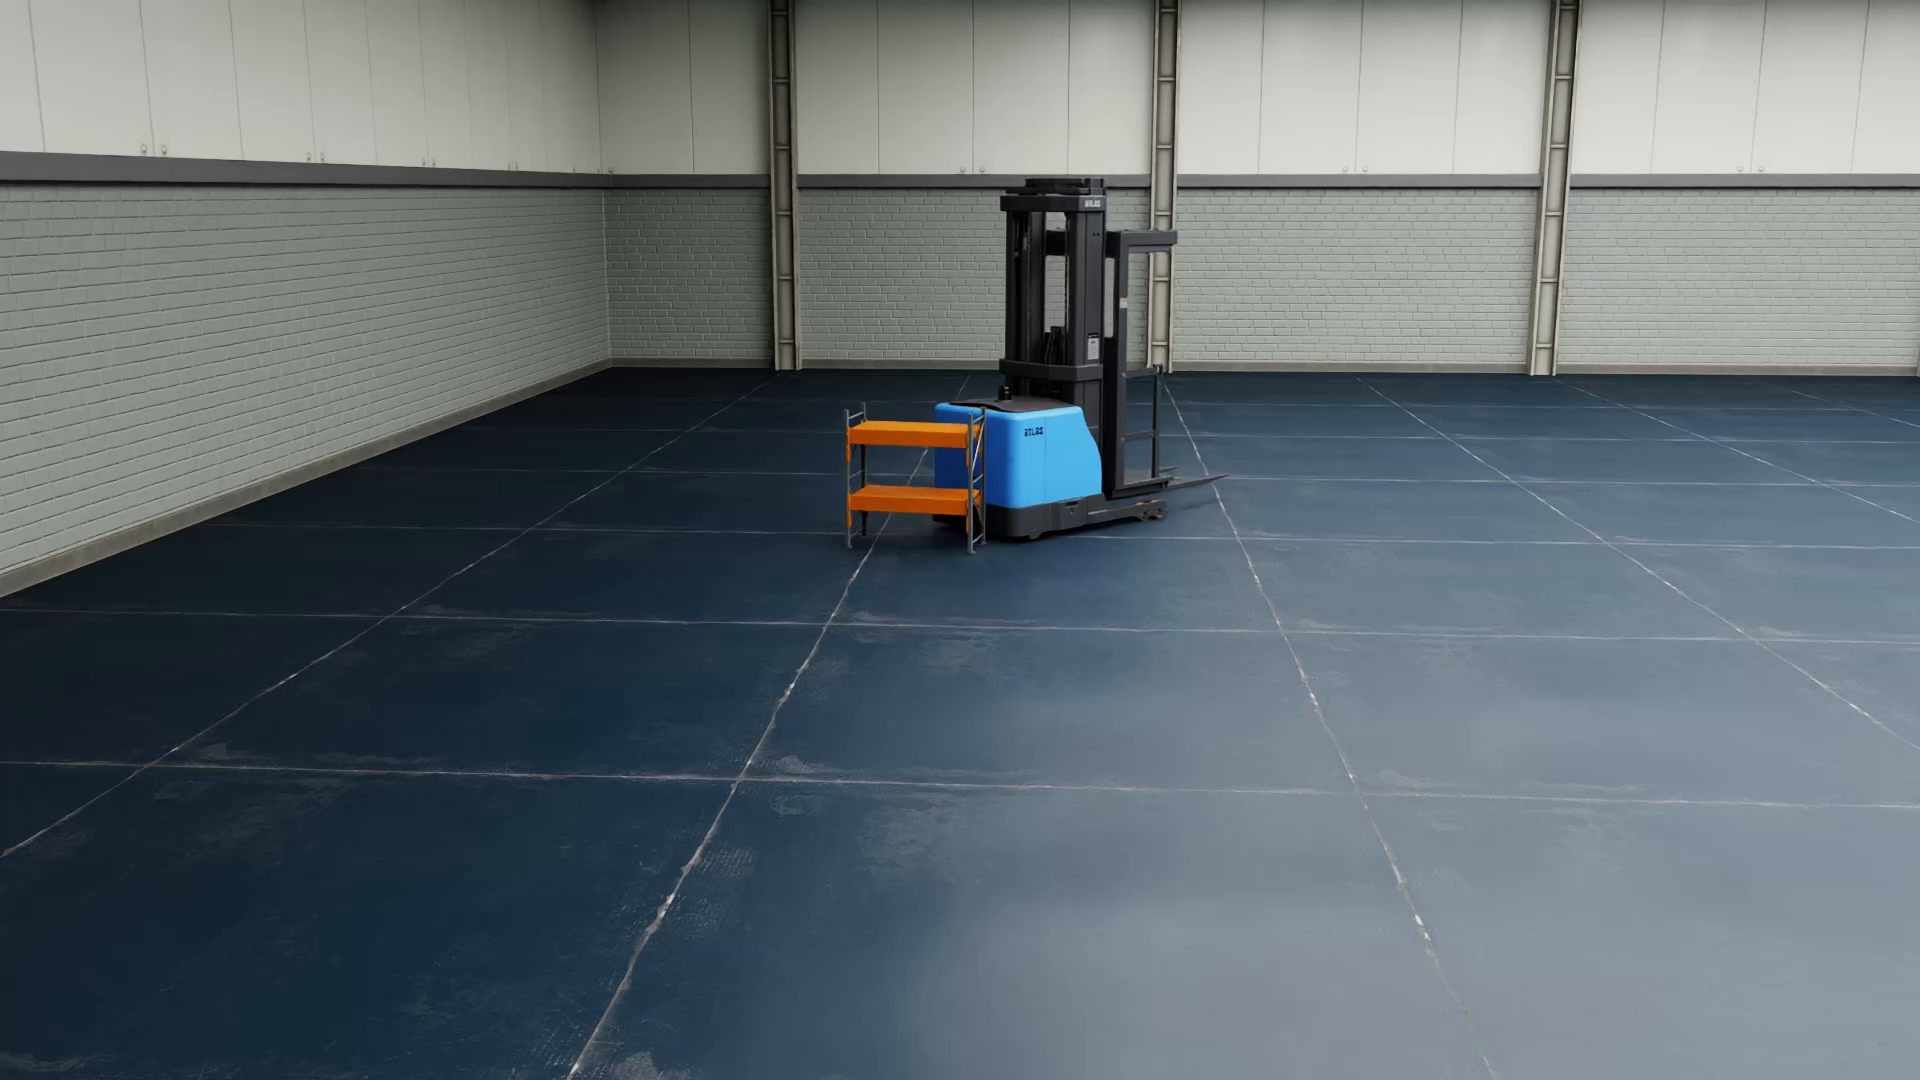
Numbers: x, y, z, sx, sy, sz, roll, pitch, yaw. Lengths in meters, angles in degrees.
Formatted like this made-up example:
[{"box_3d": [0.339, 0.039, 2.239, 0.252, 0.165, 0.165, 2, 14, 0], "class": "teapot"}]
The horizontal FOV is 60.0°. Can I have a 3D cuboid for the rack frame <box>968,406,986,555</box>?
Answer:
[{"box_3d": [0.135, -0.481, 13.321, 0.032, 1.125, 0.500, 3, 12, 14], "class": "rack frame"}]

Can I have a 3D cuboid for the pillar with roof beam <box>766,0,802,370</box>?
[{"box_3d": [-3.081, -6.311, 21.959, 0.400, 9.000, 9.100, 1, 12, 4], "class": "pillar with roof beam"}]

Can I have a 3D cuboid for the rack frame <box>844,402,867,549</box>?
[{"box_3d": [-0.852, -0.531, 13.559, 0.032, 1.125, 0.500, 3, 12, 14], "class": "rack frame"}]

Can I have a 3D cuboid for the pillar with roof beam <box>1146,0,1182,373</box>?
[{"box_3d": [2.906, -6.229, 21.567, 0.400, 9.000, 9.100, 1, 12, 4], "class": "pillar with roof beam"}]

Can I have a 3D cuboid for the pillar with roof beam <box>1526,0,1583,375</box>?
[{"box_3d": [8.893, -6.147, 21.175, 0.400, 9.000, 9.100, 1, 12, 4], "class": "pillar with roof beam"}]

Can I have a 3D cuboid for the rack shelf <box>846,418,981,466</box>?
[{"box_3d": [-0.358, -0.792, 13.380, 1.000, 0.278, 0.538, 3, 12, 14], "class": "rack shelf"}]

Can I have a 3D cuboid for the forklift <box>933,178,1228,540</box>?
[{"box_3d": [1.188, -1.668, 14.585, 3.031, 2.935, 1.130, -11, 16, -42], "class": "forklift"}]

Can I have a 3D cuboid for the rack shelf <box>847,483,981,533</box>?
[{"box_3d": [-0.358, -0.267, 13.490, 1.000, 0.278, 0.538, 3, 12, 14], "class": "rack shelf"}]

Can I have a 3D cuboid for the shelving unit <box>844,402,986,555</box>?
[{"box_3d": [-0.358, -0.506, 13.440, 1.048, 1.125, 0.538, 3, 12, 14], "class": "shelving unit"}]

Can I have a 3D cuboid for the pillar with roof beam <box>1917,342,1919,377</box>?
[{"box_3d": [14.879, -6.065, 20.782, 0.400, 9.000, 9.100, 1, 12, 4], "class": "pillar with roof beam"}]
